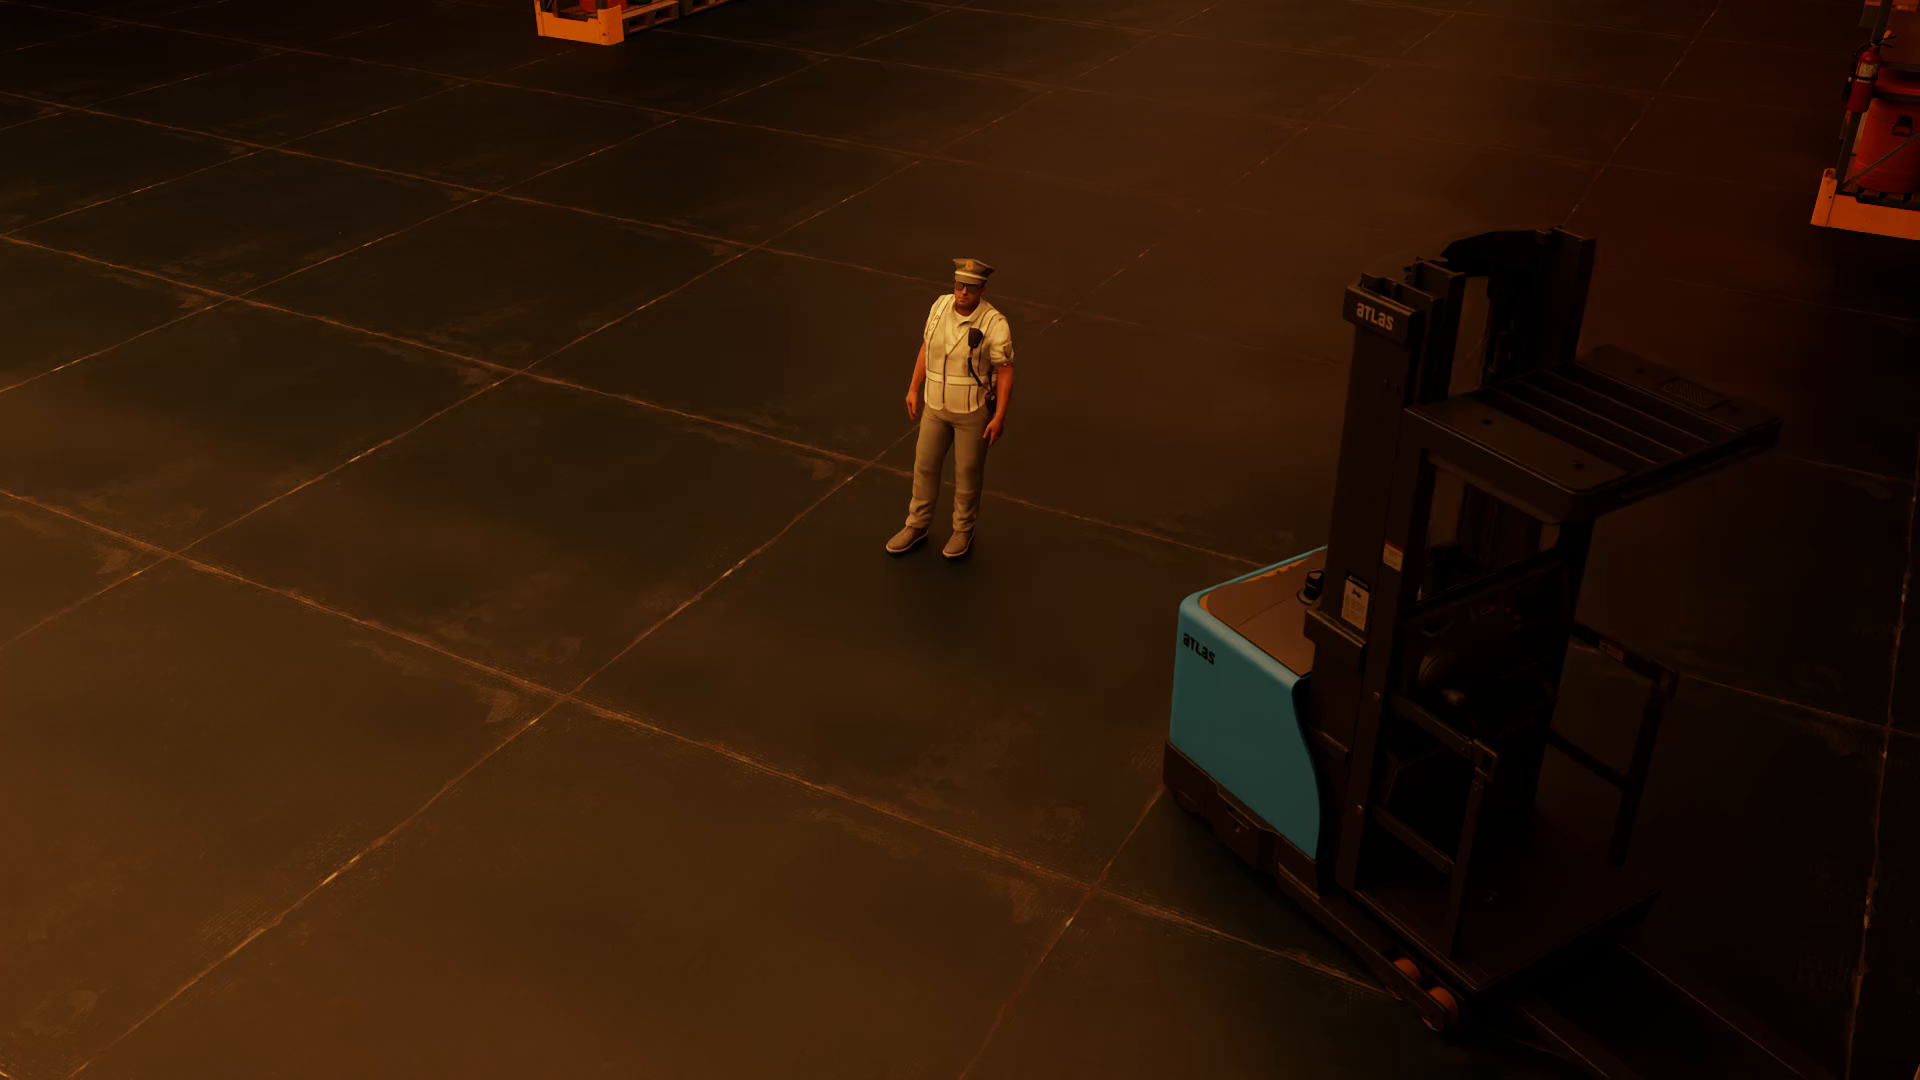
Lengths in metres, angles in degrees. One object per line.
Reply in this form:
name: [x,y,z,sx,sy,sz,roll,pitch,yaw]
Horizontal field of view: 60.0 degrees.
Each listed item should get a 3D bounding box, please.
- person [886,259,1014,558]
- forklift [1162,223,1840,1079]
person: [-0.048,-0.747,9.500,0.640,1.781,0.575,15,33,25]
forklift: [2.175,0.411,6.358,1.130,2.935,3.031,-18,34,-28]
